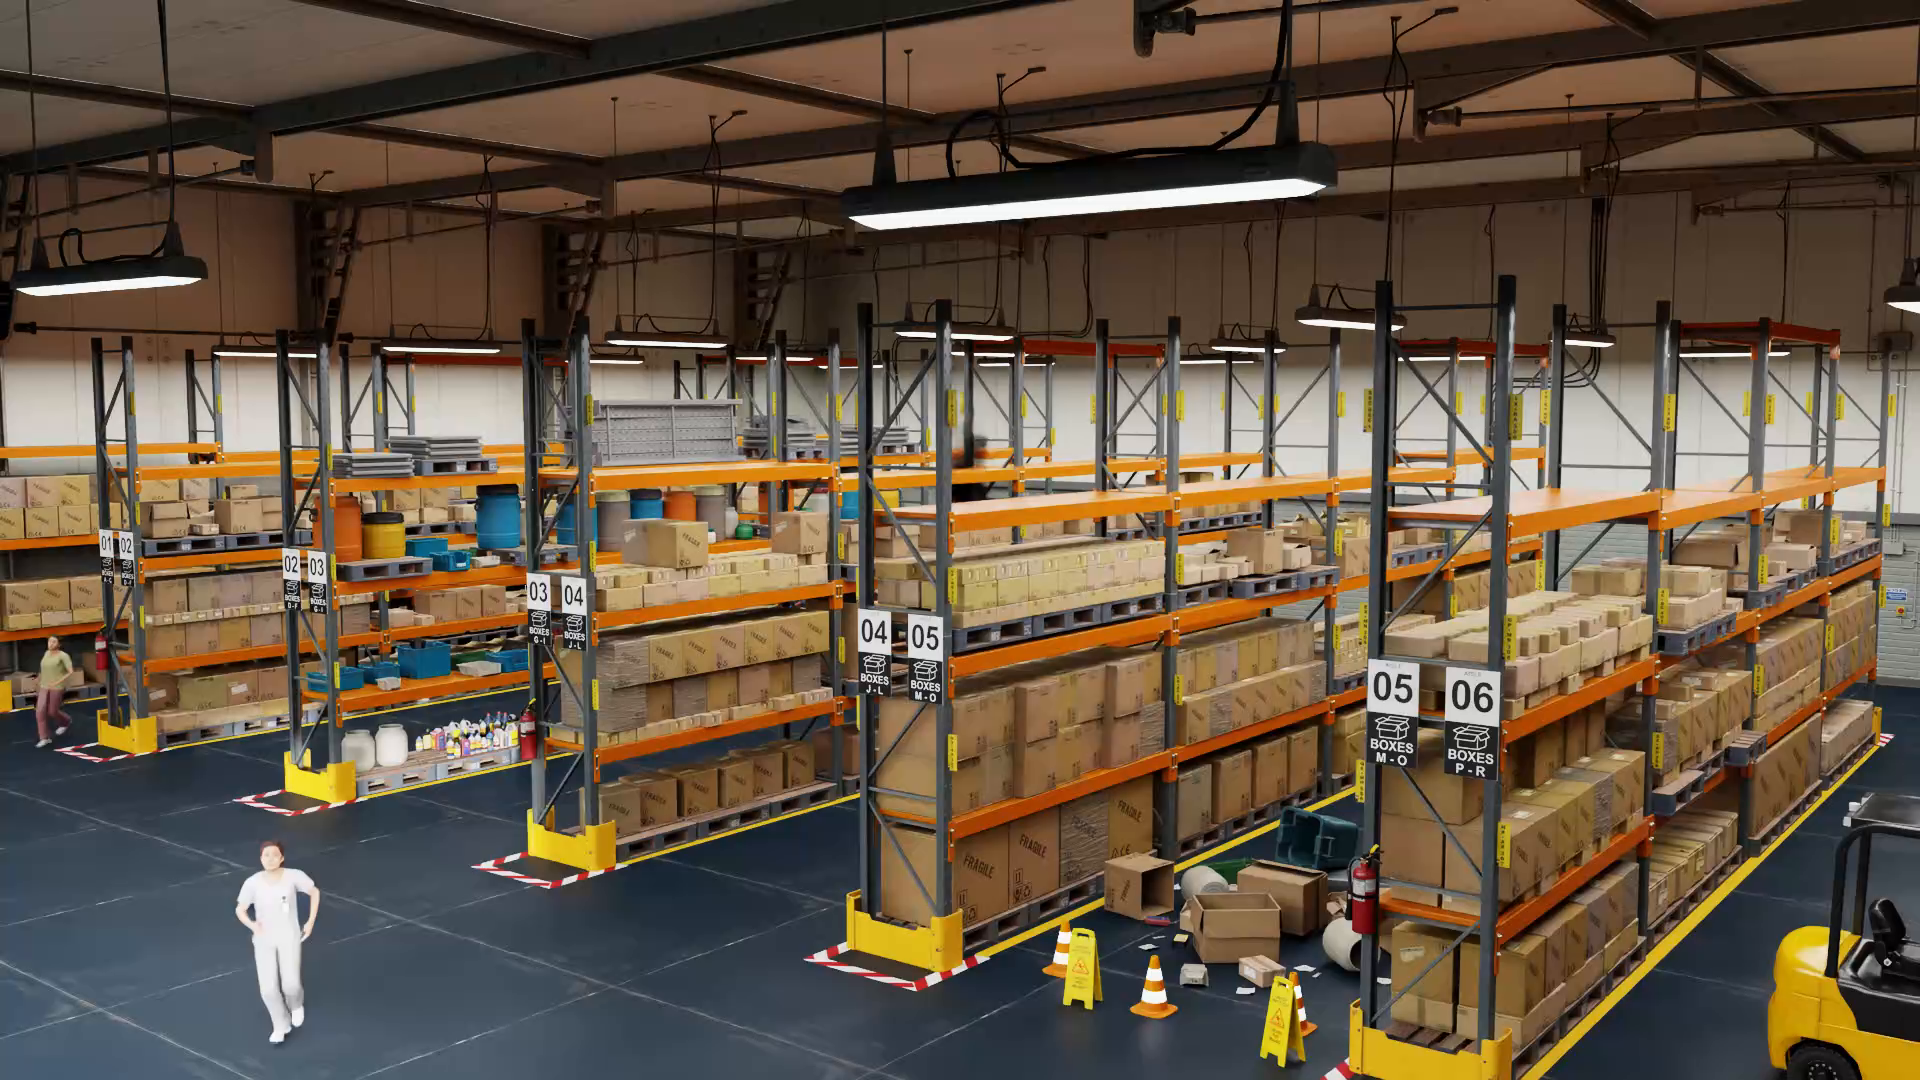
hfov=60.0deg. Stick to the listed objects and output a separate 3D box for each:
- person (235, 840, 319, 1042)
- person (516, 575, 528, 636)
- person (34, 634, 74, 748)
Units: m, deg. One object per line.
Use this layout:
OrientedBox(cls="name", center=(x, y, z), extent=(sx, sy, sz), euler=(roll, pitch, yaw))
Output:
OrientedBox(cls="person", center=(-5.423, 3.249, 13.215), extent=(0.612, 1.534, 0.542), euler=(-1, 5, -15))
OrientedBox(cls="person", center=(-8.479, 1.496, 32.616), extent=(0.607, 1.650, 0.559), euler=(2, 6, 26))
OrientedBox(cls="person", center=(-13.415, 2.206, 24.716), extent=(0.593, 1.660, 0.752), euler=(1, 5, 7))
